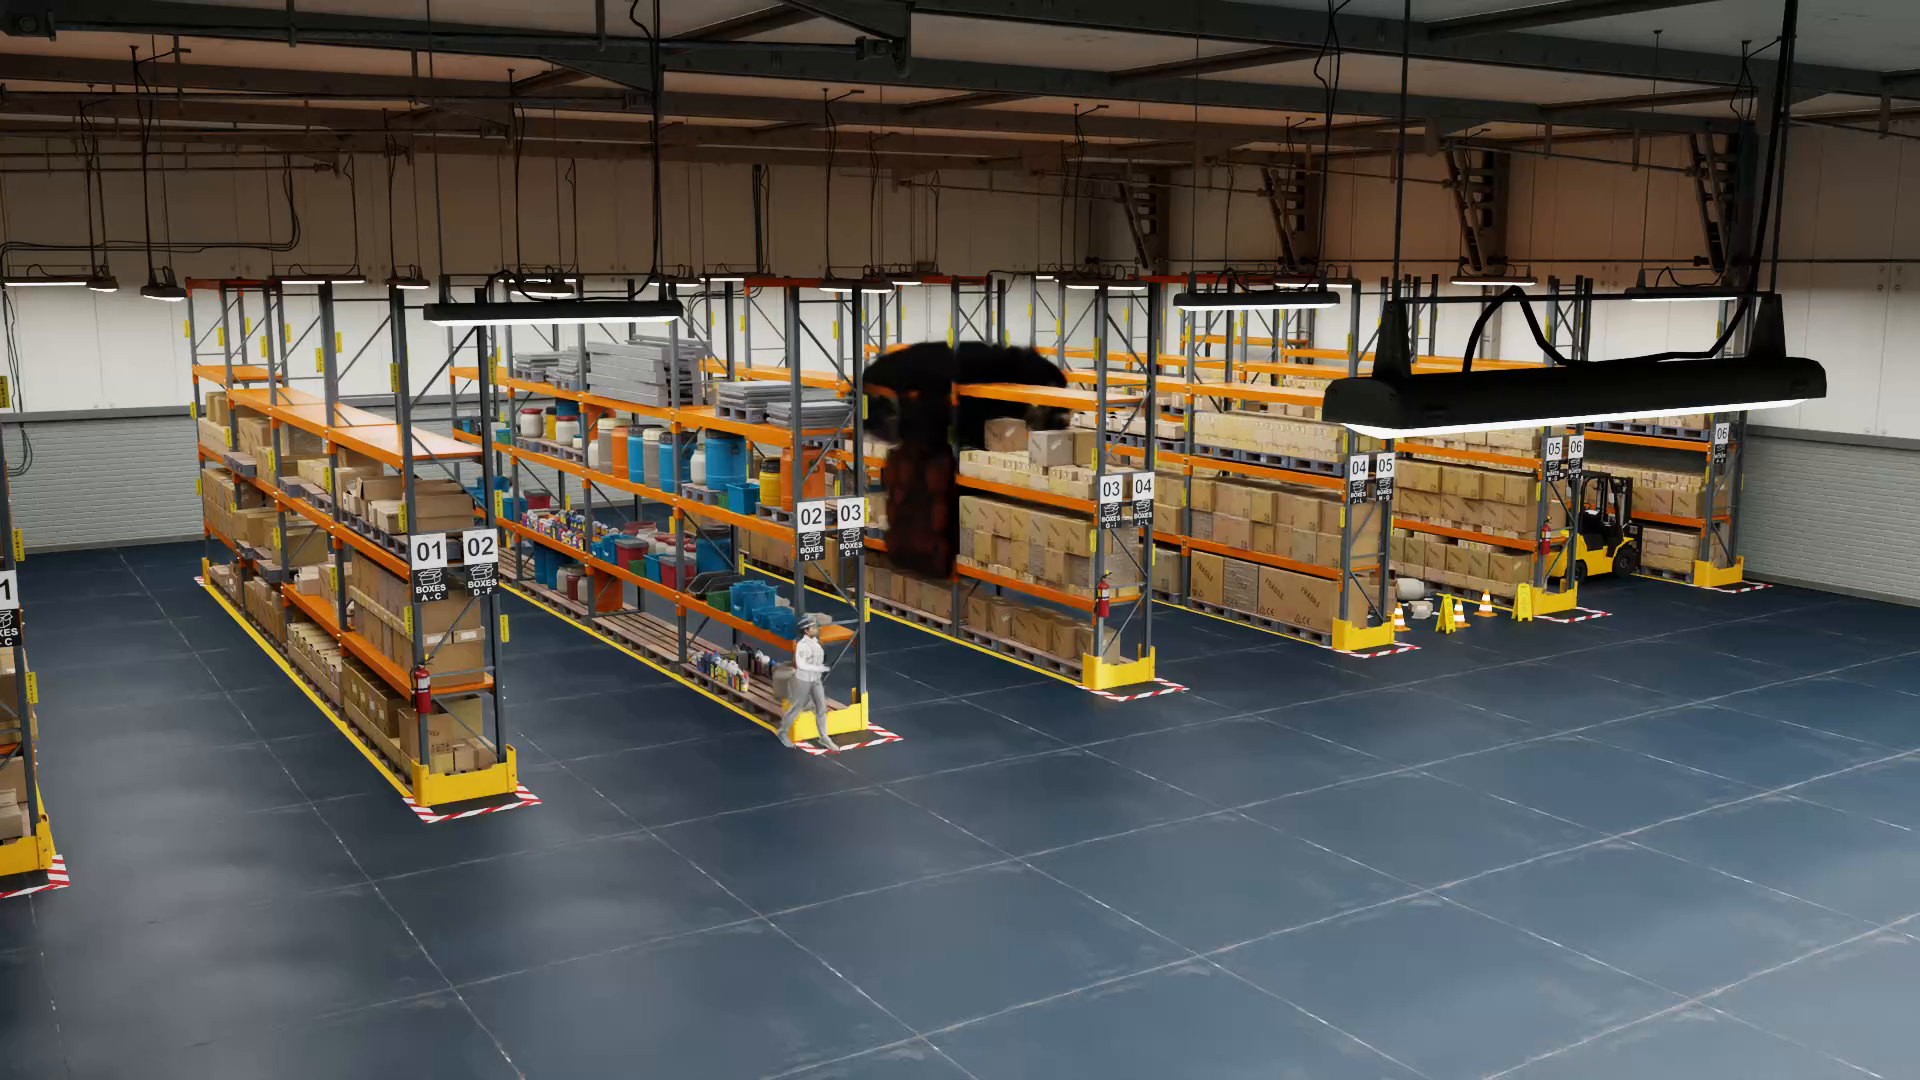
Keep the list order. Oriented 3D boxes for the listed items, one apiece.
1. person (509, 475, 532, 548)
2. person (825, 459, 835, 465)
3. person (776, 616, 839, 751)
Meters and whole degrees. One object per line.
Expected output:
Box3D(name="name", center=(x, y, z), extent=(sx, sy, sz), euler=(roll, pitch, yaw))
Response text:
Box3D(name="person", center=(-9.733, -0.620, 36.855), extent=(0.582, 1.678, 0.605), euler=(-2, 10, -11))
Box3D(name="person", center=(-3.186, -1.136, 39.844), extent=(0.650, 1.635, 0.507), euler=(-1, 10, -6))
Box3D(name="person", center=(-1.940, 1.802, 21.082), extent=(0.819, 1.730, 0.630), euler=(3, 10, 20))
